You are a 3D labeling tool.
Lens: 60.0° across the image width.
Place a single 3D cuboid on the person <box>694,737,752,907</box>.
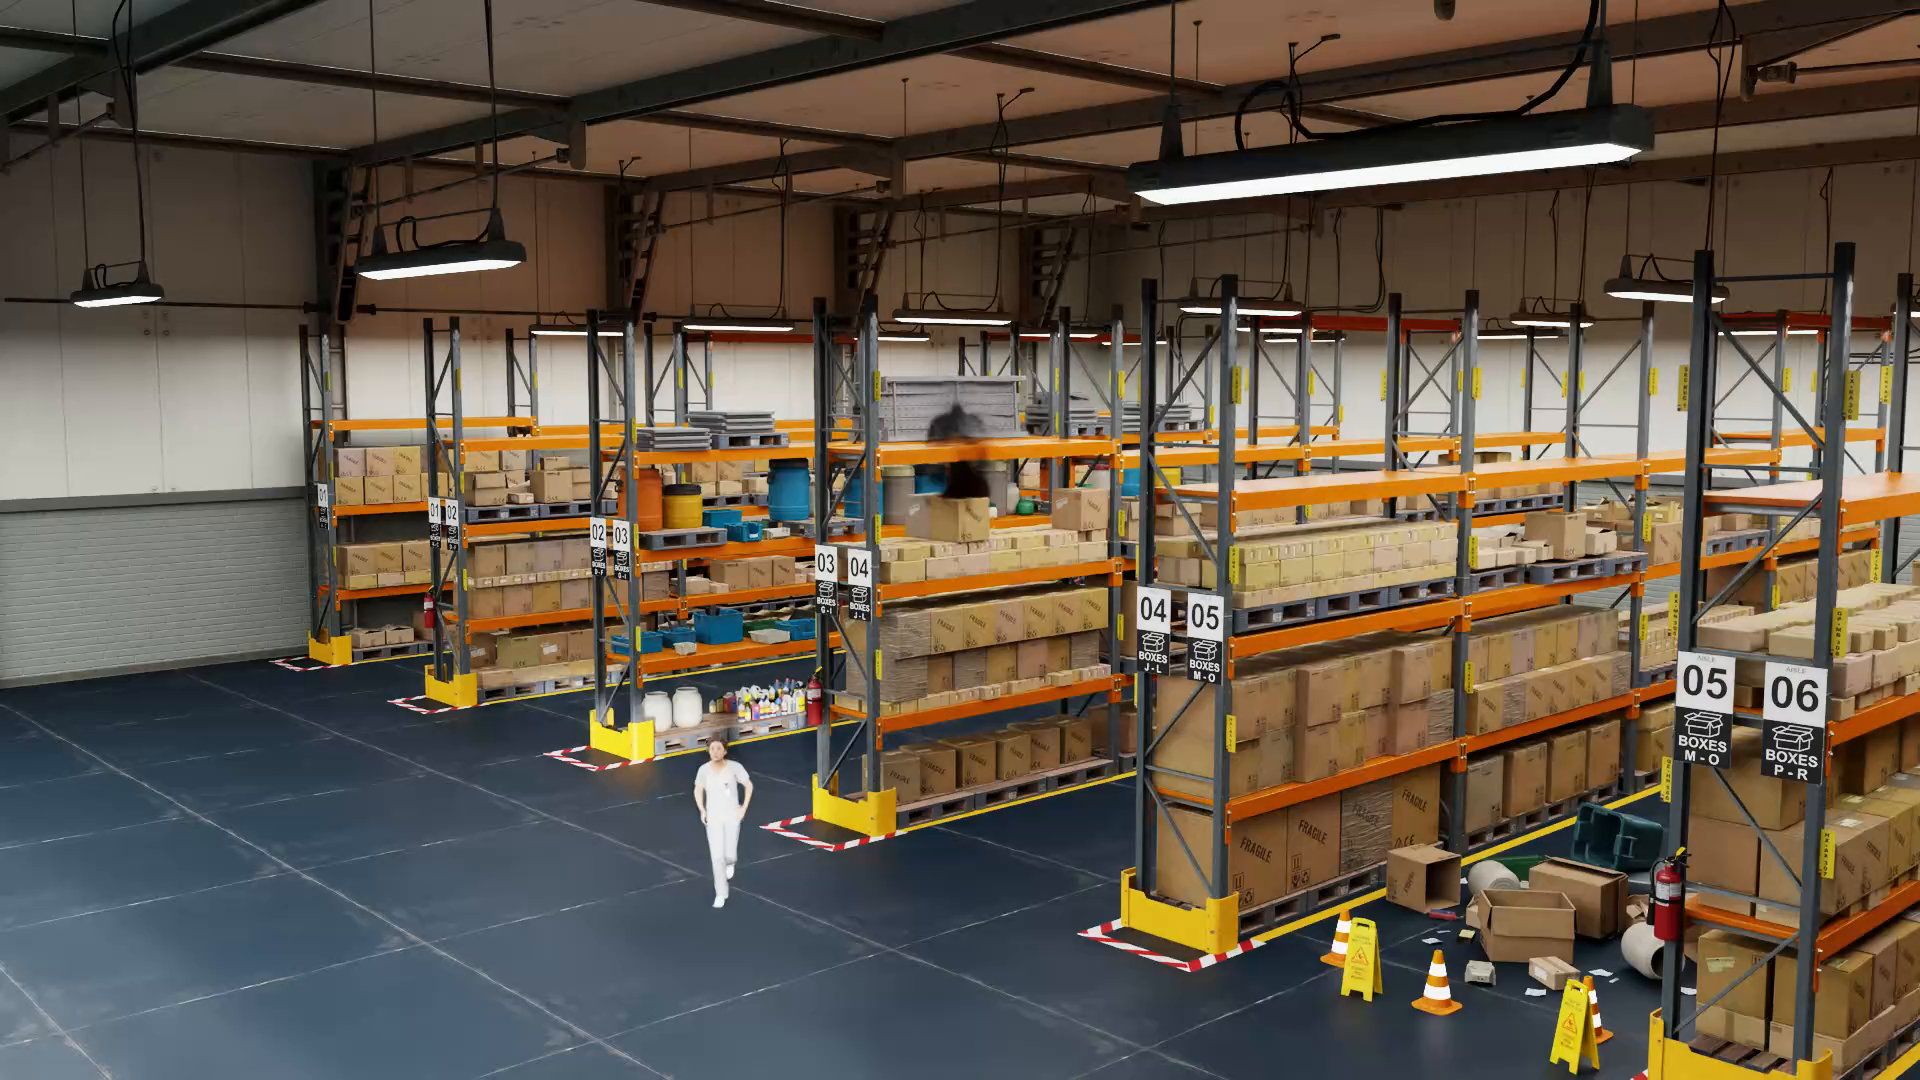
[{"bbox_3d":[-2.315,2.714,16.321,0.572,1.653,0.638,0,6,0],"label":"person"}]
